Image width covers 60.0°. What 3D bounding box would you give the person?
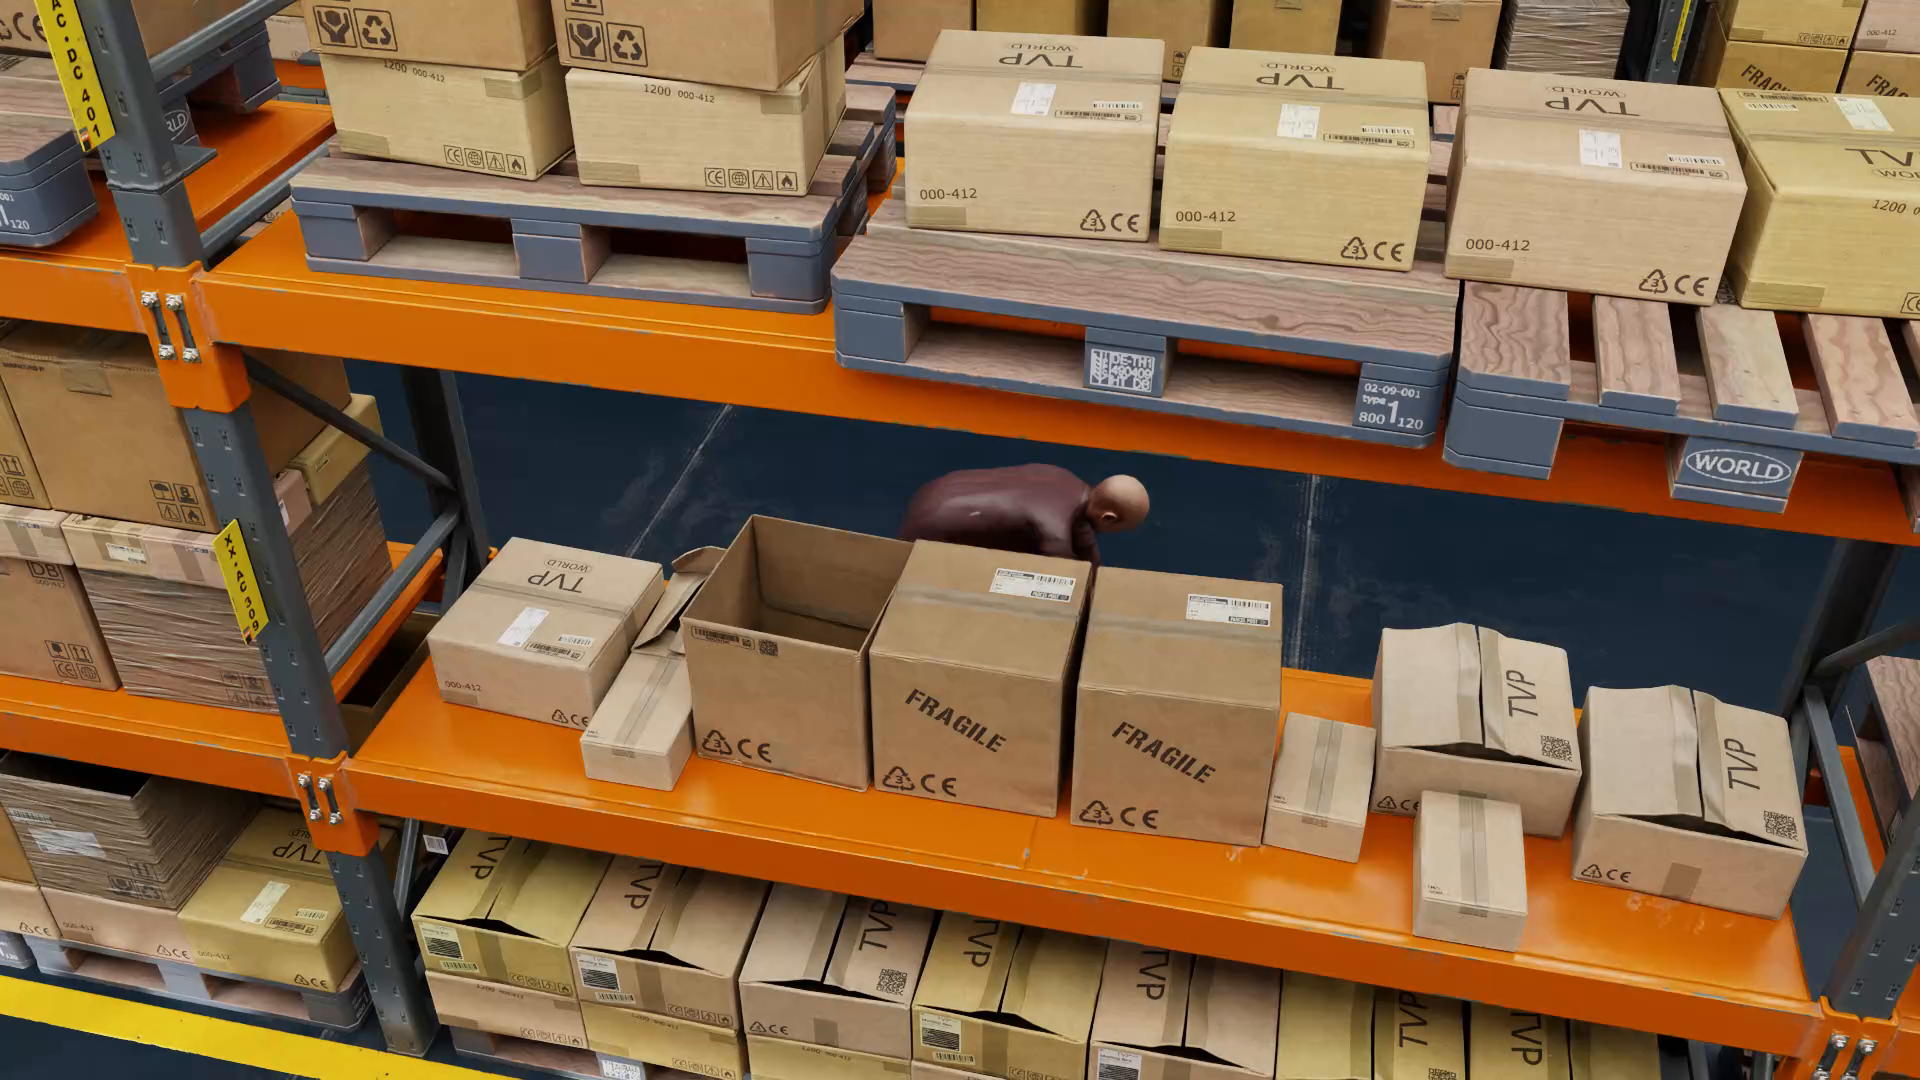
[{"bbox_3d":[0.234,0.238,6.335,0.937,1.187,0.546,6,37,8],"label":"person"}]
